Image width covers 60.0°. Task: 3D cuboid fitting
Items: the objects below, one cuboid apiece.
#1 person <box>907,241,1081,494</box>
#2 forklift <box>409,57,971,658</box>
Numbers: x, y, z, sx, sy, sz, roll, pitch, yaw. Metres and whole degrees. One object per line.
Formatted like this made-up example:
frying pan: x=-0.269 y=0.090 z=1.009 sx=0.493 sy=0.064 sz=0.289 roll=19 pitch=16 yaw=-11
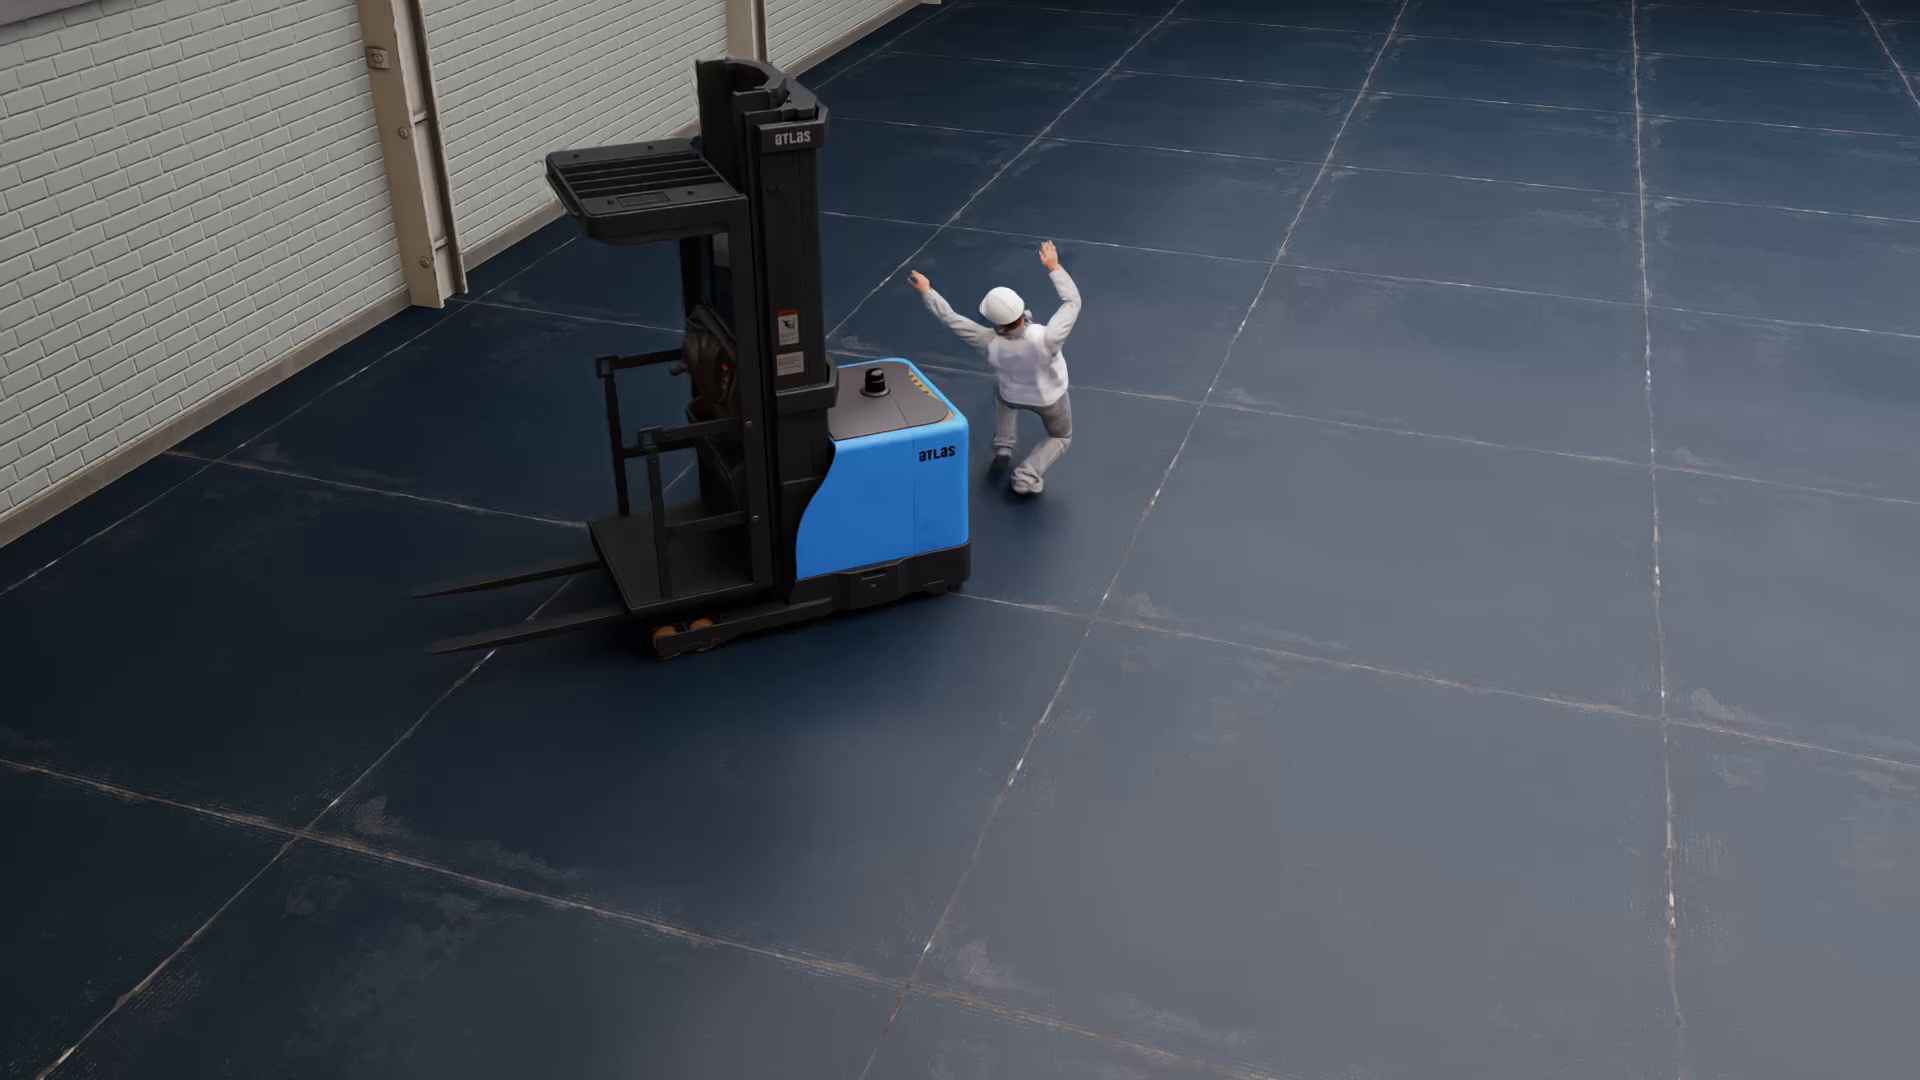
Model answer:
person: x=0.228 y=-1.070 z=10.375 sx=1.058 sy=1.620 sz=0.848 roll=10 pitch=31 yaw=17
forklift: x=-1.505 y=-0.933 z=8.774 sx=3.031 sy=2.935 sz=1.130 roll=-12 pitch=32 yaw=-20
